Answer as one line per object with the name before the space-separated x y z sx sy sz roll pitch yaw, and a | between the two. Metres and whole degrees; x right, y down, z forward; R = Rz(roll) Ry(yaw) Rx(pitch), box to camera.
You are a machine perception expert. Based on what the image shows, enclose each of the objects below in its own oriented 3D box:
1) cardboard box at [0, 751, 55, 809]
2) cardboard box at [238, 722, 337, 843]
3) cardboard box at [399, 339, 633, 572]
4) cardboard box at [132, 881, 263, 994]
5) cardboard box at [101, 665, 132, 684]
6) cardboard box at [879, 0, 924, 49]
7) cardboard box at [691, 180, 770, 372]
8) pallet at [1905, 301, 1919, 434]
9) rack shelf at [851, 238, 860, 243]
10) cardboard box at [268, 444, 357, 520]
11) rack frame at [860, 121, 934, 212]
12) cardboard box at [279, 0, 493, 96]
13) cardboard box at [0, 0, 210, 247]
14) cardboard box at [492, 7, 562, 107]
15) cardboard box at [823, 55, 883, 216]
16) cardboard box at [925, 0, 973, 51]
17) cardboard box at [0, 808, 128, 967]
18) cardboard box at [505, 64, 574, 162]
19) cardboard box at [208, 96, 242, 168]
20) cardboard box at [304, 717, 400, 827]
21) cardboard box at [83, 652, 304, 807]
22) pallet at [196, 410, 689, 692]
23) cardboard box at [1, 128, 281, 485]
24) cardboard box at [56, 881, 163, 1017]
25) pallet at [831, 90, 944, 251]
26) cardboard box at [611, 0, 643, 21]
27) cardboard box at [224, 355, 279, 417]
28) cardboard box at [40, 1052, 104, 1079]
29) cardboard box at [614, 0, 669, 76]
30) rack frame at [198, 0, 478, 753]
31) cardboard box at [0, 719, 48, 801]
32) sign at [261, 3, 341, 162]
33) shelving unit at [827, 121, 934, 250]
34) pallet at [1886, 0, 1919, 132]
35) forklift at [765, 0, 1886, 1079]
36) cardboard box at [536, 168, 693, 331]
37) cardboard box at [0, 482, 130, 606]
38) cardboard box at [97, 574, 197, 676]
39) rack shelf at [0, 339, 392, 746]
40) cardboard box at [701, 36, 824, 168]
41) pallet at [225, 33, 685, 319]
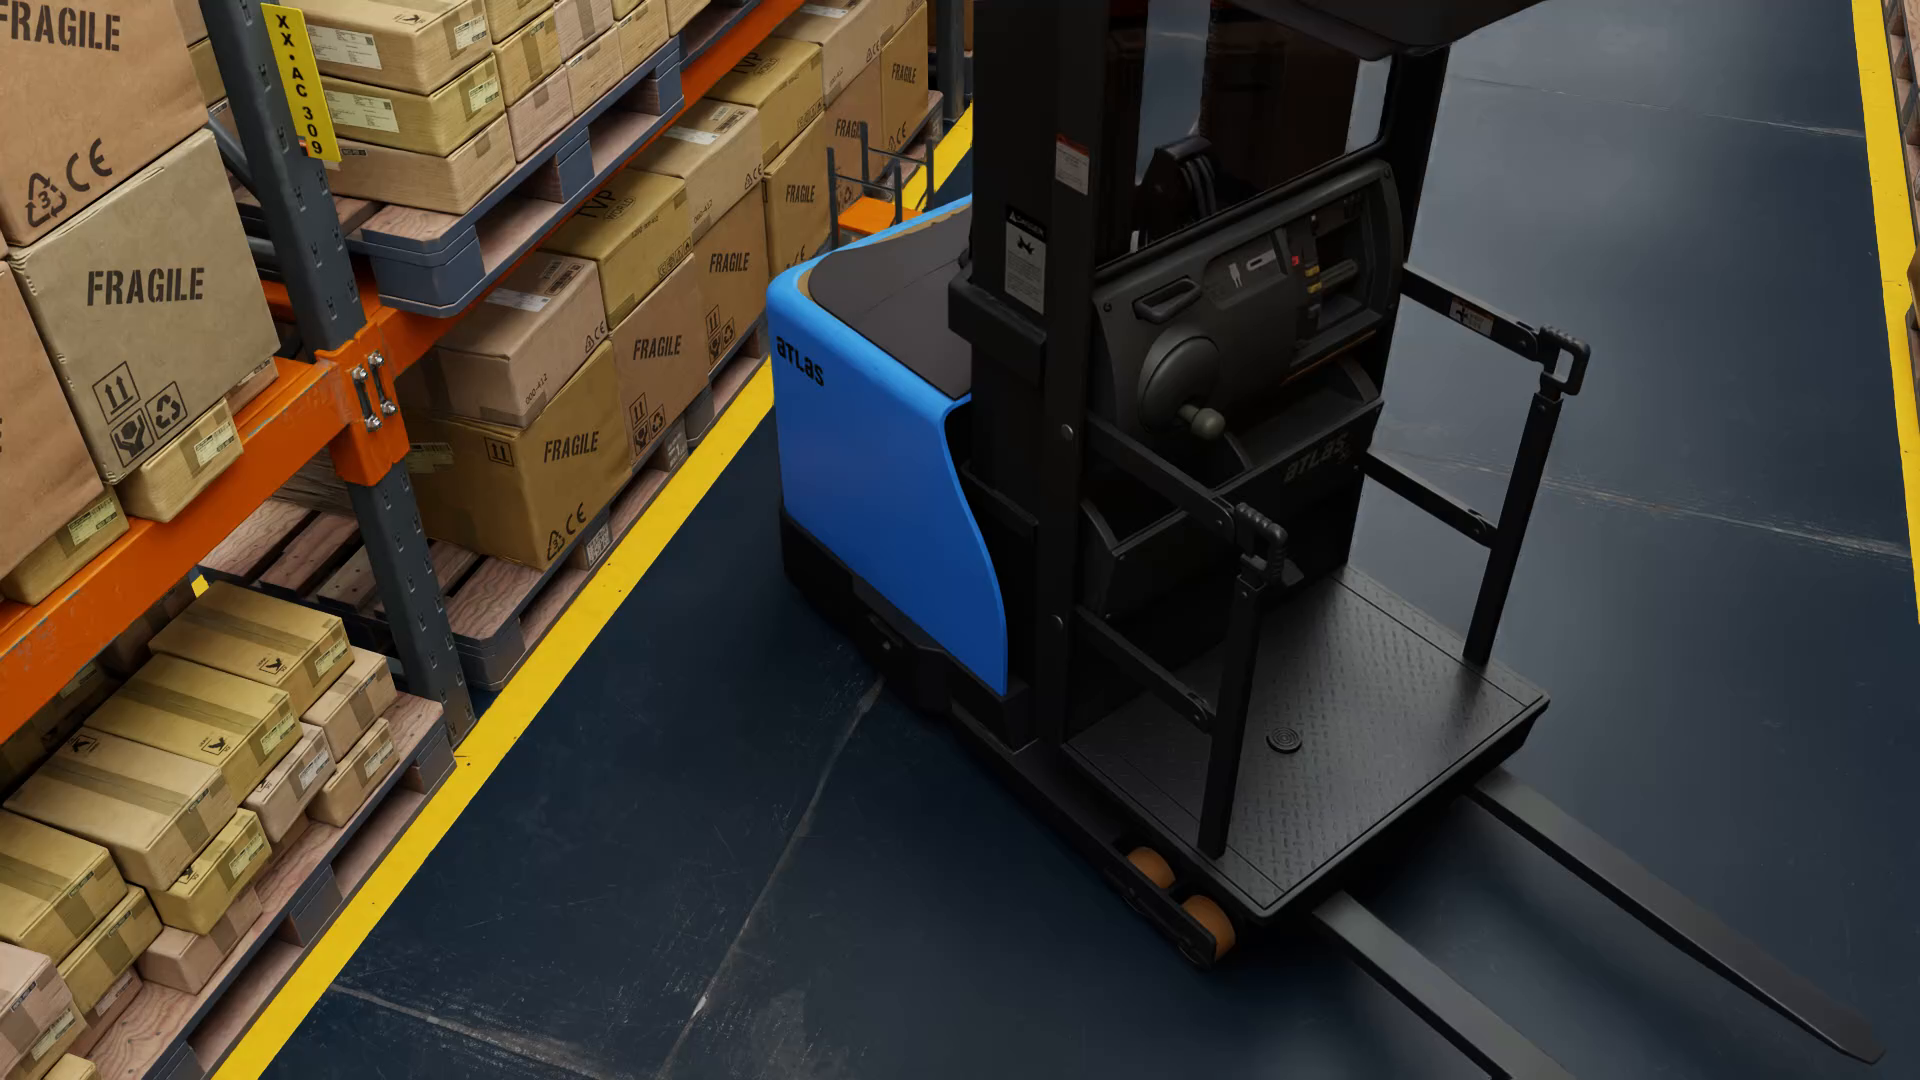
cardboard box | -2.315 0.590 3.891 0.380 0.149 0.250 13 42 15
cardboard box | -1.729 0.540 3.950 0.380 0.149 0.250 11 42 13
cardboard box | -1.337 -0.303 4.897 0.500 0.500 0.500 15 43 17
cardboard box | -1.850 0.852 3.813 0.380 0.149 0.250 12 42 14
cardboard box | -2.264 0.259 4.279 0.380 0.149 0.250 15 43 17
cardboard box | -0.459 -2.161 6.496 0.500 0.250 0.500 12 42 14
cardboard box | -0.991 -0.949 5.653 0.500 0.500 0.500 14 42 16
pallet | 3.815 -0.455 5.620 1.003 0.211 1.213 13 42 15
rack shelf | -0.227 -0.819 4.985 0.258 0.103 0.180 19 44 21
cardboard box | -1.823 -0.419 5.032 0.500 0.500 0.500 13 42 14
rack frame | -0.183 -0.723 5.173 0.240 1.200 0.006 19 44 21
cardboard box | -1.272 -1.131 3.676 0.380 0.149 0.250 15 43 17
cardboard box | -1.746 -0.887 2.902 0.500 0.500 0.500 12 42 14
cardboard box | -1.185 -1.177 3.959 0.380 0.149 0.250 13 42 14
cardboard box | -0.632 -1.576 6.388 0.500 0.500 0.500 15 43 17
cardboard box | -0.178 -2.798 7.628 1.050 0.750 0.750 13 42 14
cardboard box | -2.007 0.730 3.498 0.380 0.149 0.250 15 43 16
cardboard box | -1.183 -1.075 4.069 0.380 0.149 0.250 14 42 16
cardboard box | -1.889 -1.053 4.043 0.380 0.149 0.250 12 42 14
cardboard box | -1.653 0.537 4.182 0.380 0.149 0.250 14 42 16
cardboard box | -1.766 0.435 3.843 0.380 0.149 0.250 14 42 16
pallet | -1.574 -0.117 5.224 1.003 0.211 1.213 13 42 15
cardboard box | -1.739 -0.496 3.214 0.500 0.500 0.500 13 42 15
cardboard box | -1.982 0.838 3.600 0.380 0.149 0.250 14 42 15
pallet | -0.740 -1.605 6.969 1.003 0.211 1.213 13 42 15
cardboard box | -1.009 -1.493 4.329 0.380 0.149 0.250 12 42 13
cardboard box | -1.717 -0.381 3.579 0.380 0.149 0.250 13 42 15
cardboard box | -2.007 1.168 3.442 0.380 0.149 0.250 13 42 15
cardboard box | -1.007 -1.380 4.426 0.380 0.149 0.250 14 42 16
rack frame | -1.839 -0.703 3.762 1.000 3.000 0.127 13 42 15
cardboard box | -2.342 0.480 3.791 0.380 0.149 0.250 13 42 14
sign | -1.326 -0.916 3.346 0.100 0.325 0.005 13 42 15
shelving unit | -0.227 -0.671 5.112 0.258 1.200 0.189 19 44 21
pallet | 4.843 -2.137 7.592 1.003 0.211 1.213 13 42 15
forklift | 0.791 -0.458 3.529 1.130 2.935 3.031 -28 48 -29
cardboard box | -1.158 -0.914 5.035 0.500 0.250 0.500 14 43 16
cardboard box | -1.850 -0.050 3.191 0.380 0.149 0.250 15 43 17
cardboard box | -2.152 0.160 4.166 0.380 0.149 0.250 15 43 17
rack shelf | -2.523 0.791 2.566 1.077 0.370 4.000 13 42 15
cardboard box | -0.810 -1.544 5.773 0.500 0.250 0.500 14 42 16
pallet | -1.441 -1.063 4.333 1.003 0.211 1.213 13 42 15
